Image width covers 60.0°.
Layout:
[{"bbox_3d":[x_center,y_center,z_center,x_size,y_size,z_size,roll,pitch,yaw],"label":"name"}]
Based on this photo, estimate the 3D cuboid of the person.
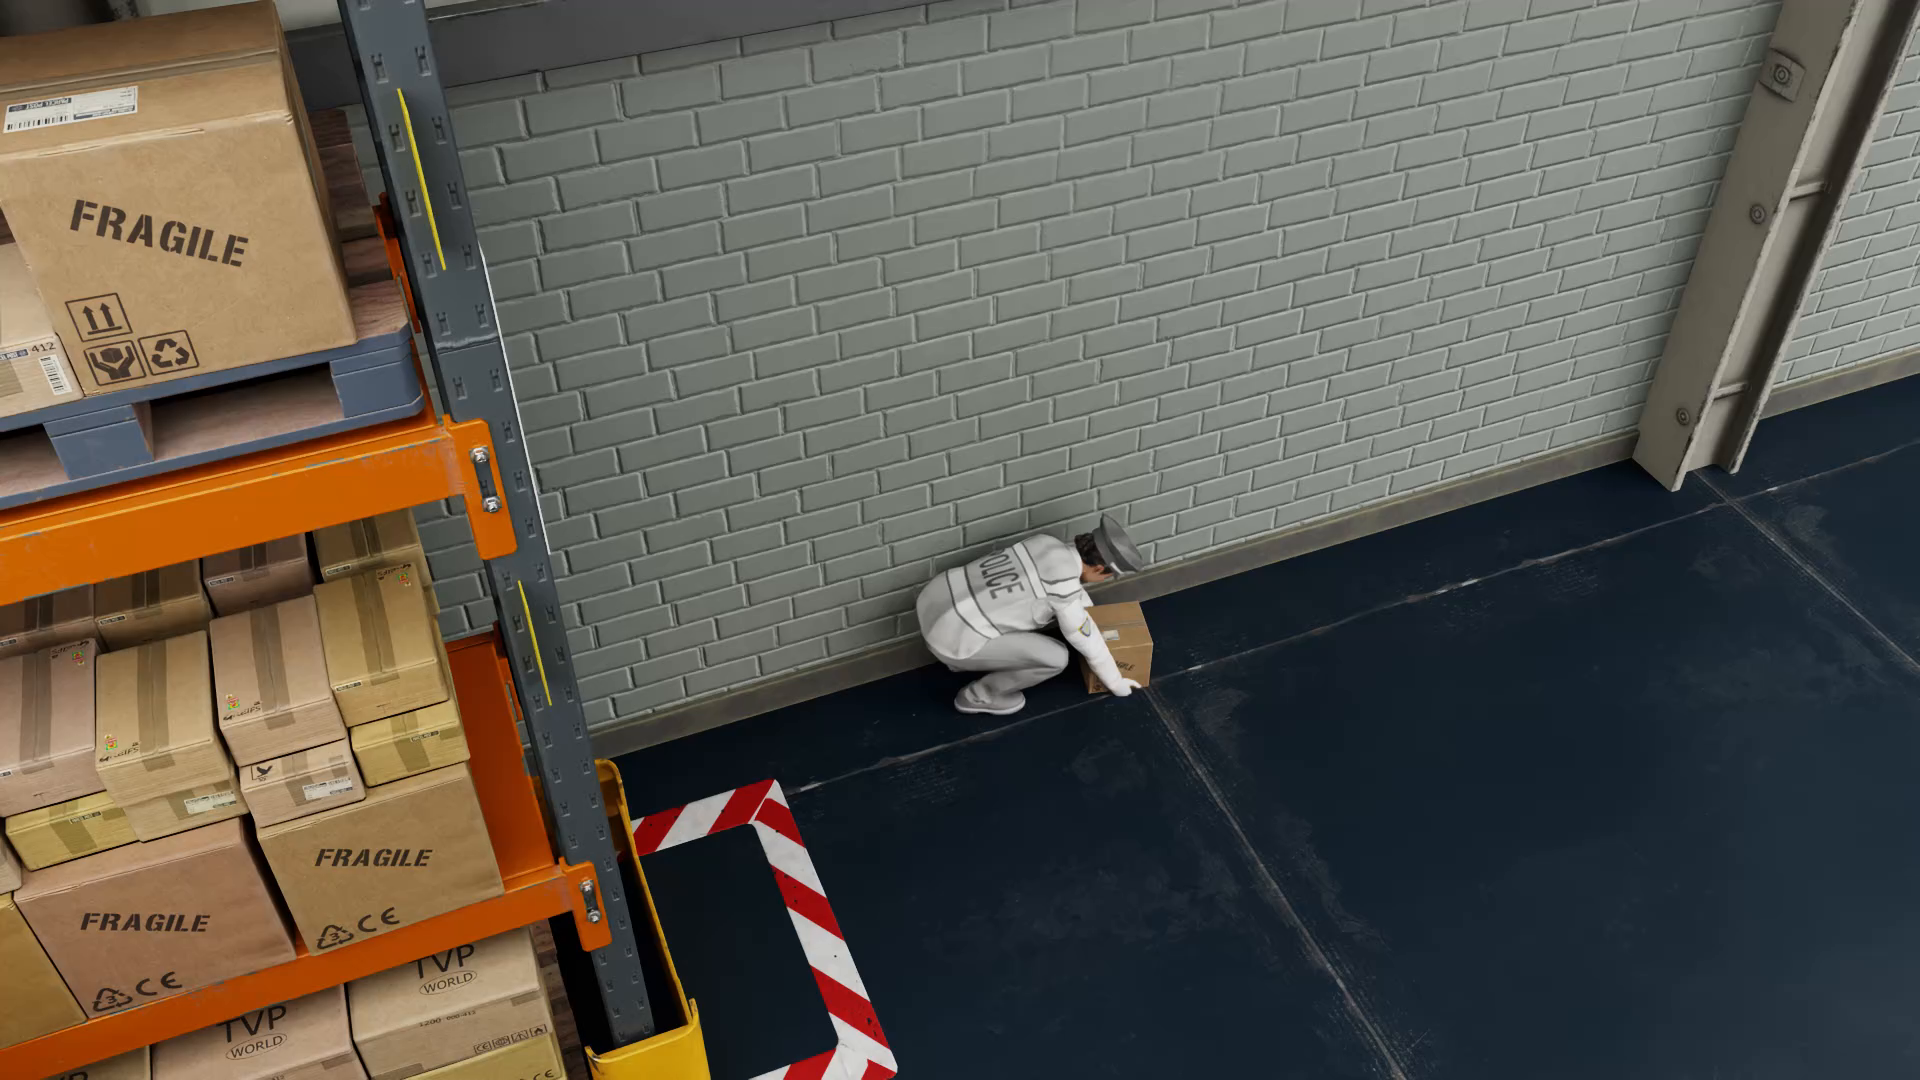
[{"bbox_3d":[0.275,0.307,6.553,0.893,0.832,0.473,-7,42,-7],"label":"person"}]
